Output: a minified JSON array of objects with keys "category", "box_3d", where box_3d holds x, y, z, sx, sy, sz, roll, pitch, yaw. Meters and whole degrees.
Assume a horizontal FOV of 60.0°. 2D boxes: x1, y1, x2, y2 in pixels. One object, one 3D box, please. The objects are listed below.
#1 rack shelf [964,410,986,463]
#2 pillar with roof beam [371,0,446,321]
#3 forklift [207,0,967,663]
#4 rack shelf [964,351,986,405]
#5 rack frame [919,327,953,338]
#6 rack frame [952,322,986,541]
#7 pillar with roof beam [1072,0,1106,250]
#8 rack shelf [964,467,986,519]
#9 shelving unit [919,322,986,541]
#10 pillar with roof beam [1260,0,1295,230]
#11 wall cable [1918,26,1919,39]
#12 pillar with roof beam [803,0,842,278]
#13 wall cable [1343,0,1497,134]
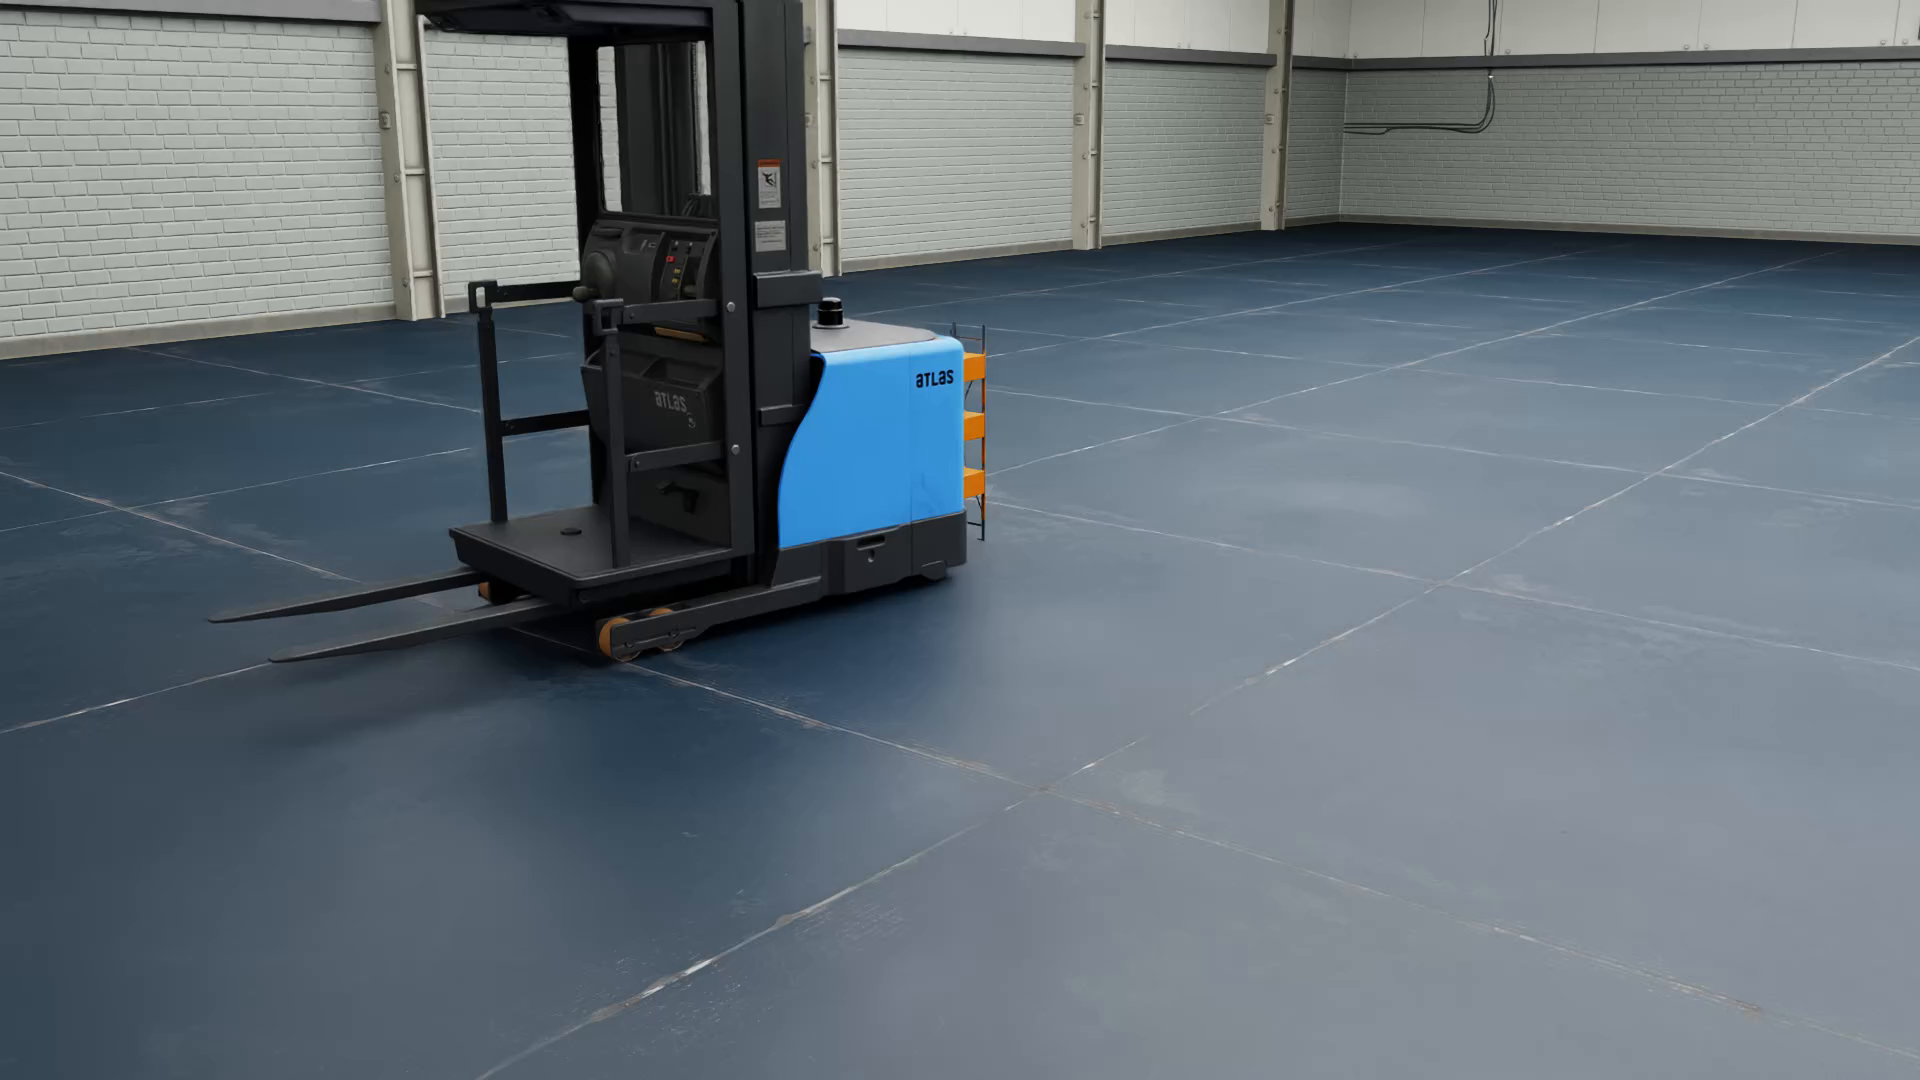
[{"category":"rack shelf","box_3d":[-0.034,-0.488,7.956,0.215,0.259,0.240,11,18,38]},{"category":"pillar with roof beam","box_3d":[-2.207,-5.983,13.397,9.100,9.000,0.400,11,18,38]},{"category":"forklift","box_3d":[-1.405,-1.104,6.515,3.031,2.935,1.130,-12,19,-40]},{"category":"rack shelf","box_3d":[-0.034,-0.763,7.886,0.215,0.259,0.240,11,18,38]},{"category":"rack frame","box_3d":[-0.110,-0.475,7.861,0.200,1.050,0.008,11,18,38]},{"category":"rack frame","box_3d":[0.043,-0.522,8.045,0.200,1.050,0.008,11,18,38]},{"category":"pillar with roof beam","box_3d":[5.335,-8.281,22.443,9.100,9.000,0.400,11,18,38]},{"category":"rack shelf","box_3d":[-0.034,-0.219,8.024,0.215,0.259,0.240,11,18,38]},{"category":"shelving unit","box_3d":[-0.034,-0.499,7.953,0.215,1.050,0.252,11,18,38]},{"category":"pillar with roof beam","box_3d":[9.106,-9.430,26.966,9.100,9.000,0.400,11,18,38]},{"category":"wall cable","box_3d":[16.012,-10.632,24.790,2.305,6.003,0.169,11,18,38]},{"category":"pillar with roof beam","box_3d":[1.564,-7.132,17.920,9.100,9.000,0.400,11,18,38]},{"category":"wall cable","box_3d":[8.638,-8.951,31.386,3.097,2.526,0.112,11,18,38]}]
